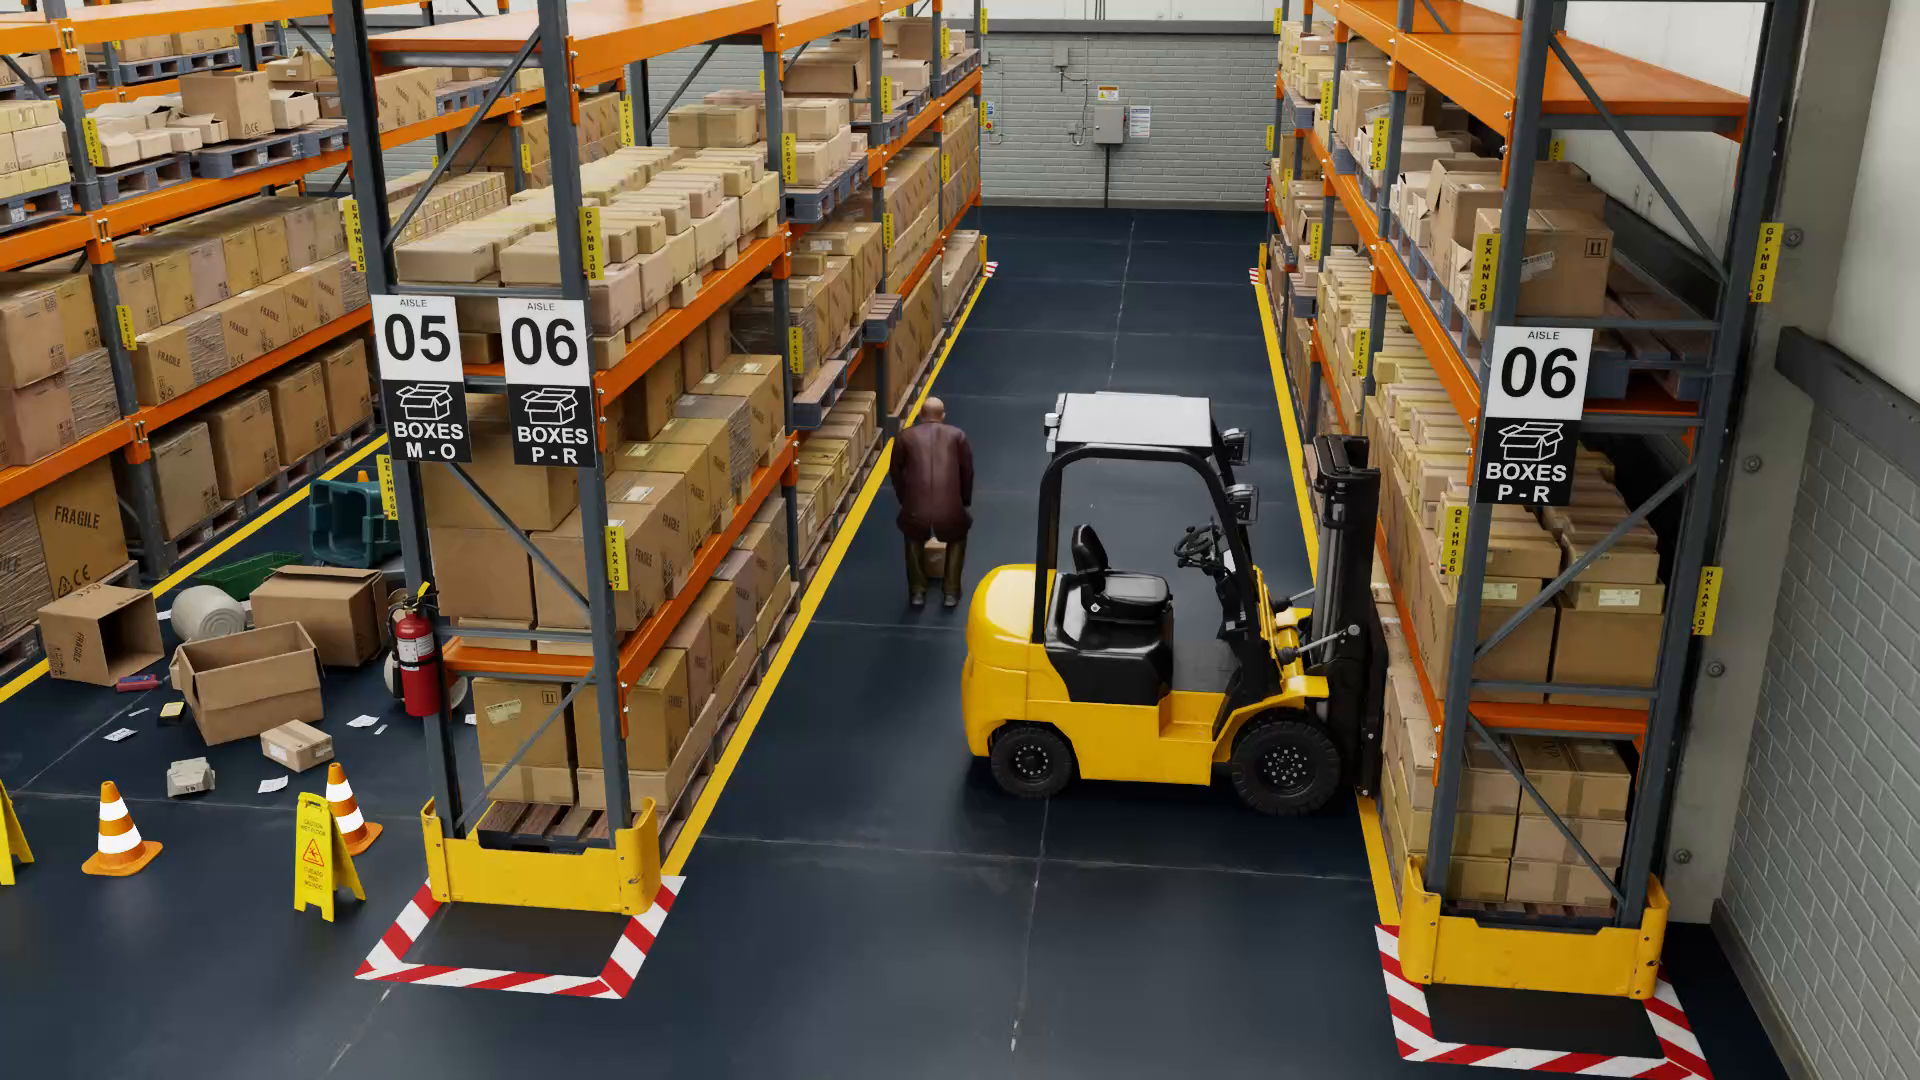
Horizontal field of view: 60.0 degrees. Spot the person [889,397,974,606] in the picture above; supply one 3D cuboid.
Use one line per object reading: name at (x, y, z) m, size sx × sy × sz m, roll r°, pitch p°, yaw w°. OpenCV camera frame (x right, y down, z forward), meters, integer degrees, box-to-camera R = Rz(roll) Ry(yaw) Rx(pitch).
person at (-0.216, -0.269, 12.232) m, size 0.630 × 1.482 × 0.681 m, roll 2°, pitch 21°, yaw 6°
